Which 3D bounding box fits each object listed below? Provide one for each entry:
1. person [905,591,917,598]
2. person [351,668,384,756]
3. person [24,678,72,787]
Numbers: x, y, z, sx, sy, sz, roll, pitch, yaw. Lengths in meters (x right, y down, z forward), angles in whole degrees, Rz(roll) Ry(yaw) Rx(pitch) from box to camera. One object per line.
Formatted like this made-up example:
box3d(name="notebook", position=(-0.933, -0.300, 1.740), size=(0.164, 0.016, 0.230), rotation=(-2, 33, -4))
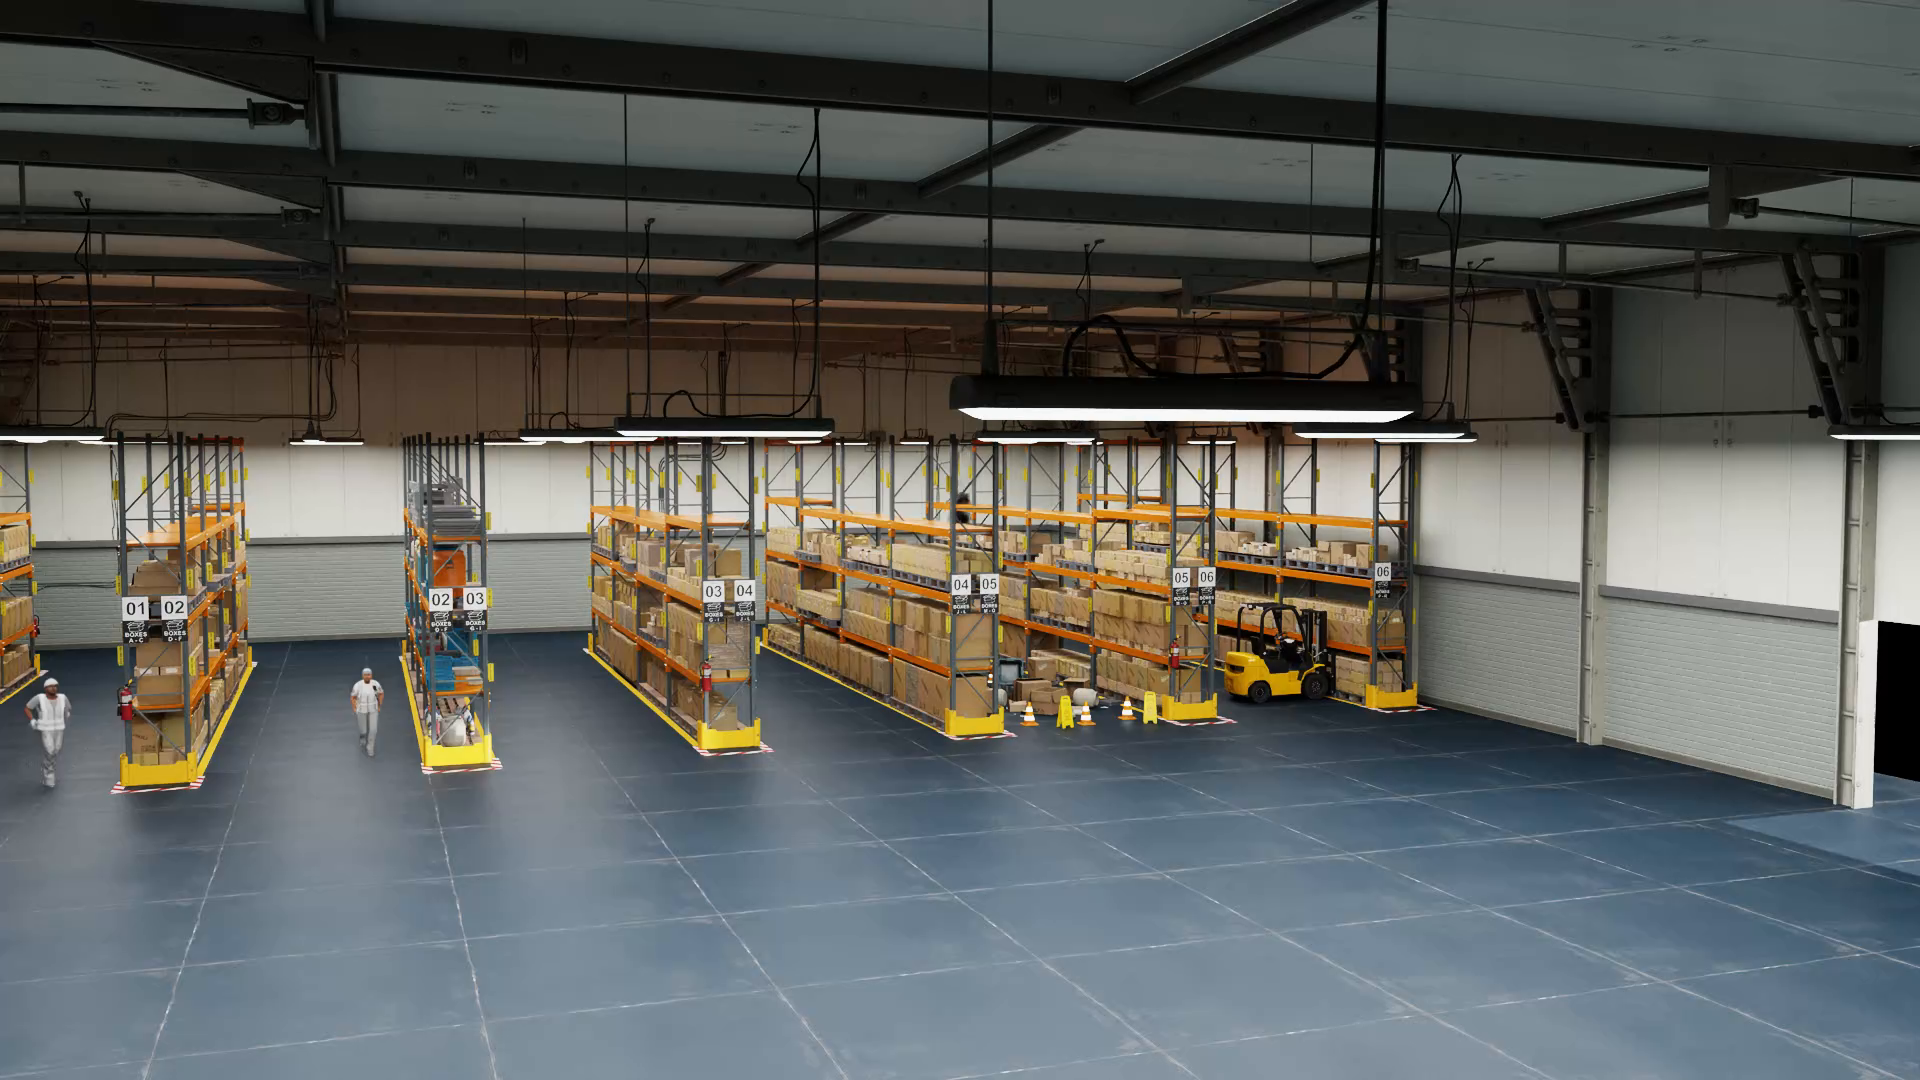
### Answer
box3d(name="person", position=(-1.481, 2.019, 51.223), size=(0.901, 1.739, 0.693), rotation=(0, 3, -6))
box3d(name="person", position=(-11.091, 3.194, 31.136), size=(0.595, 1.624, 0.671), rotation=(-1, 3, -23))
box3d(name="person", position=(-15.451, 3.270, 28.291), size=(0.776, 1.841, 0.655), rotation=(2, 4, 38))
